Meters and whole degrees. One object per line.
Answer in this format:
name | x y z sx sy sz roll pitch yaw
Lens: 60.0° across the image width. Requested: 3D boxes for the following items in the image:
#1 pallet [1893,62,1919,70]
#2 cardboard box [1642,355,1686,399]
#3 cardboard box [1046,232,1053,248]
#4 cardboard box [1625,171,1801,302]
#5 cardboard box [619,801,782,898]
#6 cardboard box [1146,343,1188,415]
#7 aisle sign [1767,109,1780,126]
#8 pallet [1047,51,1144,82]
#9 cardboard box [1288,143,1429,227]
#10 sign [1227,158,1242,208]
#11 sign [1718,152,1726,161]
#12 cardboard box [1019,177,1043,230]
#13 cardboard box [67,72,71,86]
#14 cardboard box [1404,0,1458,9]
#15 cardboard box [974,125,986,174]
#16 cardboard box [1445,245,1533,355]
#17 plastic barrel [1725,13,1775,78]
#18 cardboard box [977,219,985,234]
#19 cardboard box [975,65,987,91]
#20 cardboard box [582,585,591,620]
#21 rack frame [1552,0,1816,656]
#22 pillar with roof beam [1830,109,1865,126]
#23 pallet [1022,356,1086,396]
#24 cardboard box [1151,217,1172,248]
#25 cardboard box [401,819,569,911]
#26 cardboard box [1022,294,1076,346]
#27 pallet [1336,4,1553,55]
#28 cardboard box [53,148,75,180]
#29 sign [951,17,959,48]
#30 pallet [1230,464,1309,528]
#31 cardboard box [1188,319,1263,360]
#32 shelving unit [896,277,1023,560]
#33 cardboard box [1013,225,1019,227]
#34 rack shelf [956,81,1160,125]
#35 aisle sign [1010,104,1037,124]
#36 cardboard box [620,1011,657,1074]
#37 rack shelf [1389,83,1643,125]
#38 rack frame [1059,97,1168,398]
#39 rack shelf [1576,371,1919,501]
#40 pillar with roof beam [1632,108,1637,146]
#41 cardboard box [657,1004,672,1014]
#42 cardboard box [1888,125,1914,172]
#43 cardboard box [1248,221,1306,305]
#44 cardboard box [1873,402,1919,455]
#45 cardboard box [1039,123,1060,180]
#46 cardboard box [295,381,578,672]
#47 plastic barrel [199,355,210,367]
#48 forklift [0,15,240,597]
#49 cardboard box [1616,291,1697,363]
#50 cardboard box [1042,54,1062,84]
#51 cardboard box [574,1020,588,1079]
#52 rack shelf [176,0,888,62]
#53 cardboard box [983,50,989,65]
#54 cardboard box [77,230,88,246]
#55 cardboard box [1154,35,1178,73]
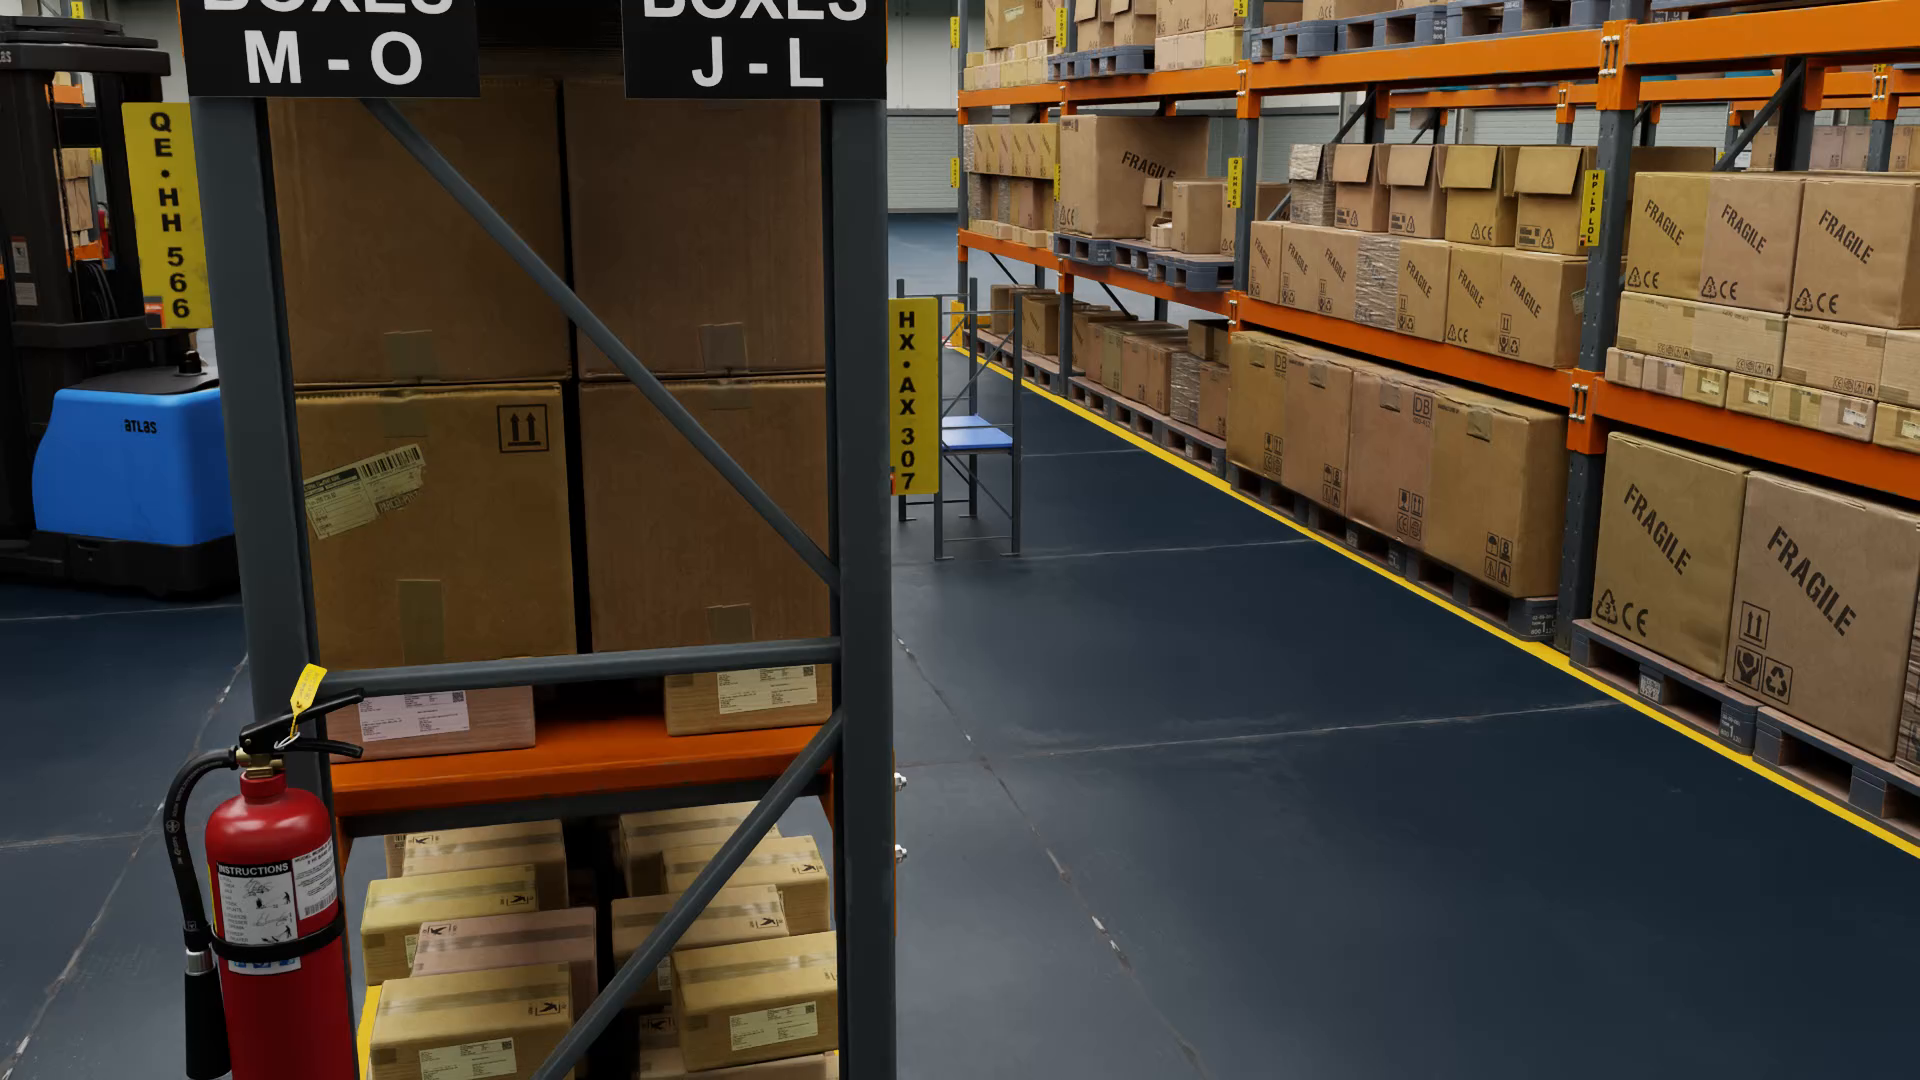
pallet | 7.253 -3.342 11.364 1.003 0.211 1.213 -3 14 -13
cardboard box | 3.101 -0.690 6.962 0.380 0.149 0.250 -4 14 -15
cardboard box | 1.028 -2.836 15.743 0.380 0.149 0.250 -3 14 -13
cardboard box | 3.157 -1.271 6.918 0.500 0.500 0.500 -3 14 -13
cardboard box | -0.660 0.793 4.228 0.380 0.149 0.250 -4 14 -16
cardboard box | 1.894 -1.293 13.240 0.700 0.500 0.500 -2 14 -8
aisle sign | 10.375 -5.574 20.944 0.394 0.787 0.004 -3 14 -13
pallet | 1.456 -4.023 14.149 1.213 0.211 1.003 -3 14 -13
cardboard box | 2.510 -2.249 10.487 0.797 0.503 0.637 -3 14 -11
sign | 1.828 -2.374 11.052 0.100 0.325 0.005 -3 14 -13
sign | 9.564 -4.709 20.890 0.100 0.325 0.005 -3 14 -13
cardboard box | 1.070 -3.333 16.411 0.875 0.500 0.500 -3 14 -13
cardboard box | -8.802 -4.444 16.006 0.380 0.149 0.250 -3 14 -13
cardboard box | 2.854 -3.124 8.970 0.797 0.503 0.637 -3 14 -14
cardboard box | 0.450 -4.149 17.645 0.500 0.500 0.500 -3 14 -13
cardboard box | 2.808 -1.216 8.372 0.500 0.500 0.500 -3 14 -11
plastic barrel | 6.866 -4.375 14.138 0.600 0.901 0.708 -3 14 -13
cardboard box | 0.394 -3.410 18.093 0.380 0.149 0.250 -3 14 -13
cardboard box | 0.464 -4.868 17.529 0.500 0.250 0.500 -4 14 -14
cardboard box | -0.675 0.072 3.843 0.380 0.149 0.250 -3 14 -11
rack frame | 3.293 -0.960 7.535 1.000 3.000 0.127 -3 14 -13
pillar with roof beam | 10.331 -8.502 25.765 9.100 9.000 0.400 -3 14 -13
pallet | 1.222 -1.604 16.047 1.003 0.211 1.213 -3 14 -13
cardboard box | 1.699 -2.391 12.792 0.396 0.266 0.258 -4 14 -15
cardboard box | -1.170 0.823 4.107 0.380 0.149 0.250 -4 14 -15
cardboard box | 0.907 -2.291 17.368 0.500 0.500 0.500 -2 14 -8
pallet | 2.822 -2.845 9.328 1.003 0.211 1.213 -3 14 -11
cardboard box | -8.495 -3.520 15.070 0.700 0.500 0.500 -3 14 -14
sign | -0.053 -5.580 18.283 0.100 0.325 0.005 -3 14 -13
pallet | 2.465 -0.342 10.882 1.003 0.211 1.213 -3 14 -13
cardboard box | 2.033 -1.521 12.592 0.500 0.250 0.500 -2 14 -7
shelving unit | -0.020 -0.748 9.830 0.538 1.500 1.048 -3 14 -13
cardboard box | 0.756 -3.125 16.929 0.380 0.149 0.250 -3 14 -13
rack shelf | 0.944 -4.374 16.707 1.077 0.370 4.000 -3 14 -13
aisle sign | 0.752 -5.022 18.685 0.394 0.787 0.004 -3 14 -13
cardboard box | -0.630 1.146 4.040 0.380 0.149 0.250 -3 14 -13
rack shelf | 5.759 -4.650 17.837 1.077 0.370 4.000 -3 14 -13
rack frame | 1.414 -2.805 15.089 1.000 3.000 0.127 -3 14 -13
rack shelf | 3.763 -0.149 5.732 1.077 0.370 4.000 -3 14 -13
pillar with roof beam | 8.921 -9.886 31.430 9.100 9.000 0.400 -3 14 -13
cardboard box | -0.496 1.051 3.800 0.380 0.149 0.250 -3 14 -13
cardboard box | 10.697 -4.370 18.548 0.700 0.500 0.500 -3 14 -13
cardboard box | 2.203 -1.804 10.780 0.500 0.500 0.500 -3 14 -12
cardboard box | 3.407 -0.391 5.738 0.380 0.149 0.250 -4 14 -15
cardboard box | 1.041 -3.573 15.286 0.500 0.500 0.500 -3 14 -13
cardboard box | -0.968 -0.066 3.041 0.500 0.500 0.500 -3 14 -12
plastic barrel | -7.201 -1.532 15.306 0.512 0.421 0.421 7 15 26
forklift | -5.143 -1.329 9.190 3.031 2.935 1.130 5 15 21
cardboard box | 3.149 -0.908 7.015 0.500 0.250 0.500 -4 14 -14
cardboard box | 1.053 -4.280 15.122 0.500 0.250 0.500 -3 14 -11
cardboard box | -1.023 1.083 3.668 0.380 0.149 0.250 -4 14 -14
rack shelf | -1.082 -1.353 4.340 1.077 0.370 4.000 -3 14 -13
cardboard box | 0.455 -5.046 17.418 0.380 0.149 0.250 -3 14 -11
cardboard box | -8.695 -2.927 16.117 0.380 0.149 0.250 -3 14 -14
cardboard box | 1.759 -3.593 12.307 0.500 0.250 0.500 -3 14 -12
